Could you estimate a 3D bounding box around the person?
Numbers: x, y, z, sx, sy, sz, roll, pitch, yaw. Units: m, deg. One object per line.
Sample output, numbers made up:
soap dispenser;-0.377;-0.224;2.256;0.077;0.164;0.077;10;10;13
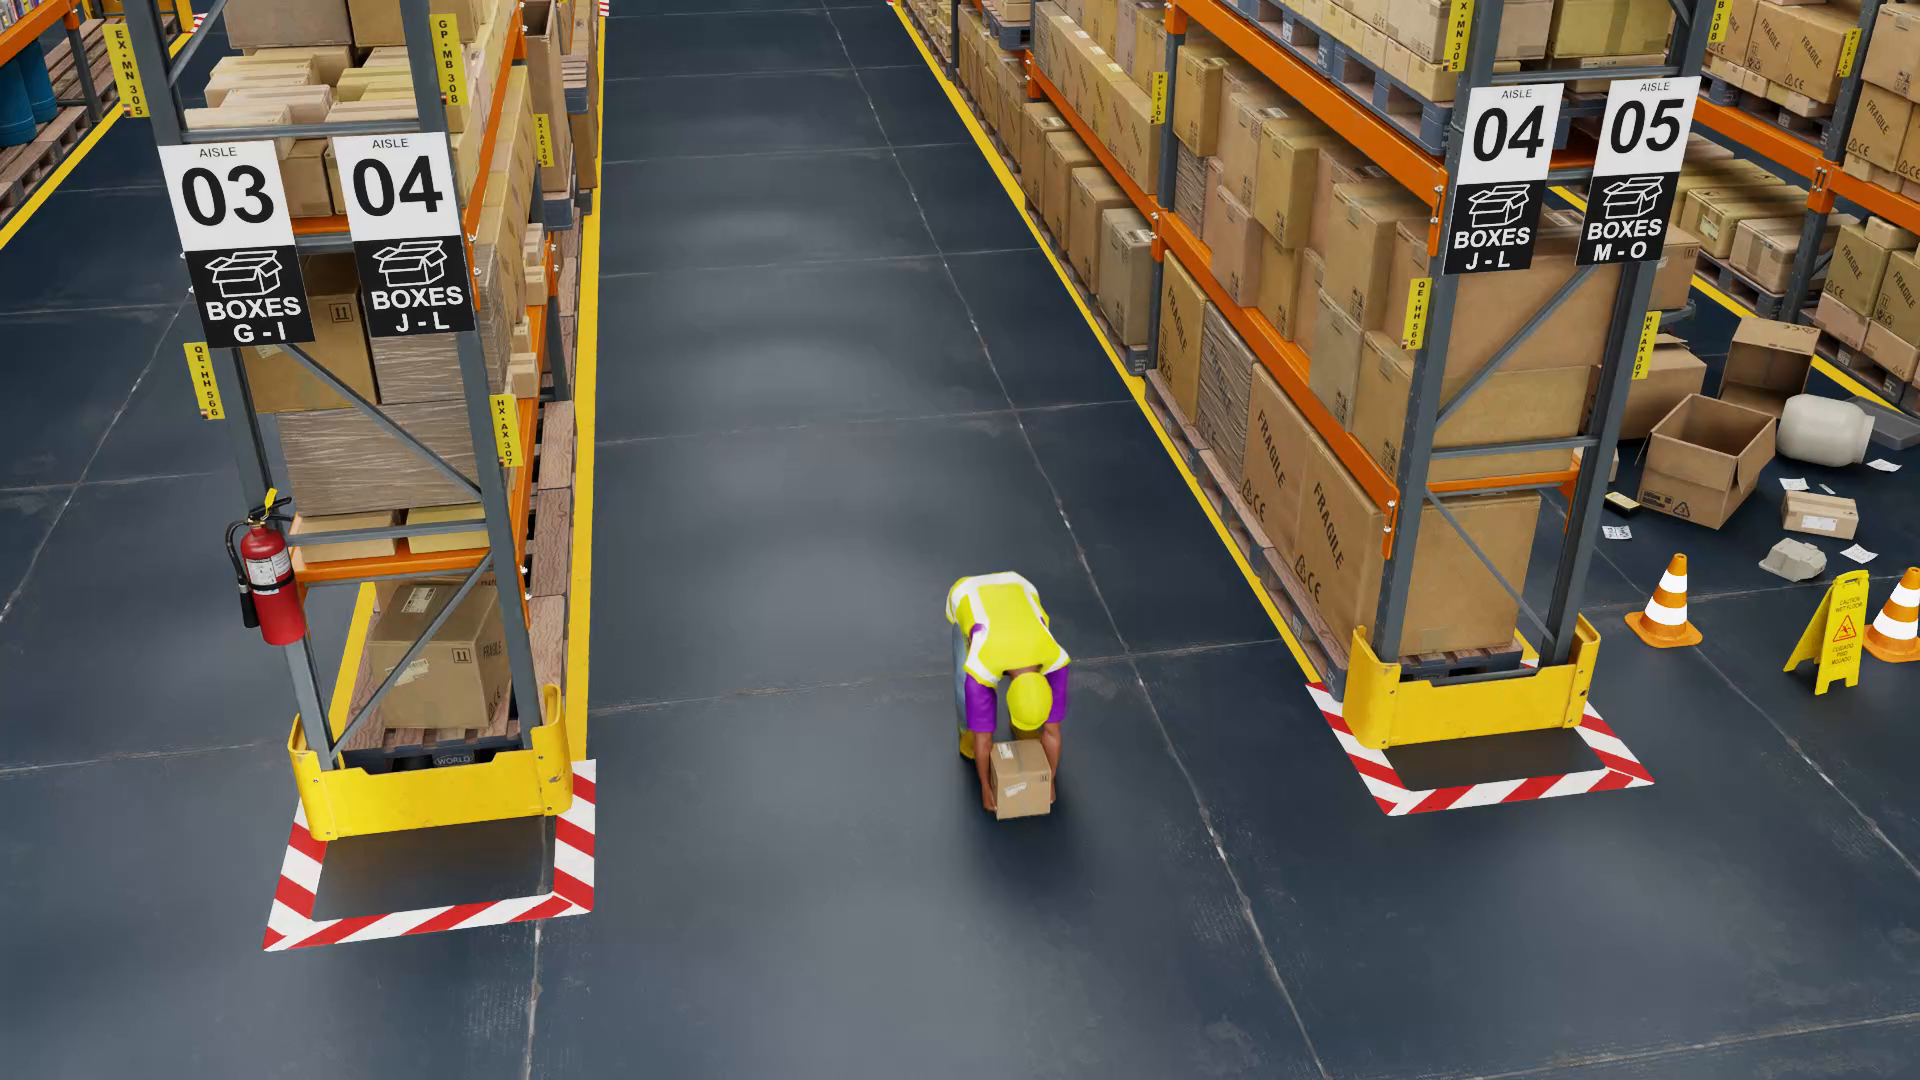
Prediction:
person;0.231;0.689;7.808;0.508;0.907;0.977;-7;31;-11
